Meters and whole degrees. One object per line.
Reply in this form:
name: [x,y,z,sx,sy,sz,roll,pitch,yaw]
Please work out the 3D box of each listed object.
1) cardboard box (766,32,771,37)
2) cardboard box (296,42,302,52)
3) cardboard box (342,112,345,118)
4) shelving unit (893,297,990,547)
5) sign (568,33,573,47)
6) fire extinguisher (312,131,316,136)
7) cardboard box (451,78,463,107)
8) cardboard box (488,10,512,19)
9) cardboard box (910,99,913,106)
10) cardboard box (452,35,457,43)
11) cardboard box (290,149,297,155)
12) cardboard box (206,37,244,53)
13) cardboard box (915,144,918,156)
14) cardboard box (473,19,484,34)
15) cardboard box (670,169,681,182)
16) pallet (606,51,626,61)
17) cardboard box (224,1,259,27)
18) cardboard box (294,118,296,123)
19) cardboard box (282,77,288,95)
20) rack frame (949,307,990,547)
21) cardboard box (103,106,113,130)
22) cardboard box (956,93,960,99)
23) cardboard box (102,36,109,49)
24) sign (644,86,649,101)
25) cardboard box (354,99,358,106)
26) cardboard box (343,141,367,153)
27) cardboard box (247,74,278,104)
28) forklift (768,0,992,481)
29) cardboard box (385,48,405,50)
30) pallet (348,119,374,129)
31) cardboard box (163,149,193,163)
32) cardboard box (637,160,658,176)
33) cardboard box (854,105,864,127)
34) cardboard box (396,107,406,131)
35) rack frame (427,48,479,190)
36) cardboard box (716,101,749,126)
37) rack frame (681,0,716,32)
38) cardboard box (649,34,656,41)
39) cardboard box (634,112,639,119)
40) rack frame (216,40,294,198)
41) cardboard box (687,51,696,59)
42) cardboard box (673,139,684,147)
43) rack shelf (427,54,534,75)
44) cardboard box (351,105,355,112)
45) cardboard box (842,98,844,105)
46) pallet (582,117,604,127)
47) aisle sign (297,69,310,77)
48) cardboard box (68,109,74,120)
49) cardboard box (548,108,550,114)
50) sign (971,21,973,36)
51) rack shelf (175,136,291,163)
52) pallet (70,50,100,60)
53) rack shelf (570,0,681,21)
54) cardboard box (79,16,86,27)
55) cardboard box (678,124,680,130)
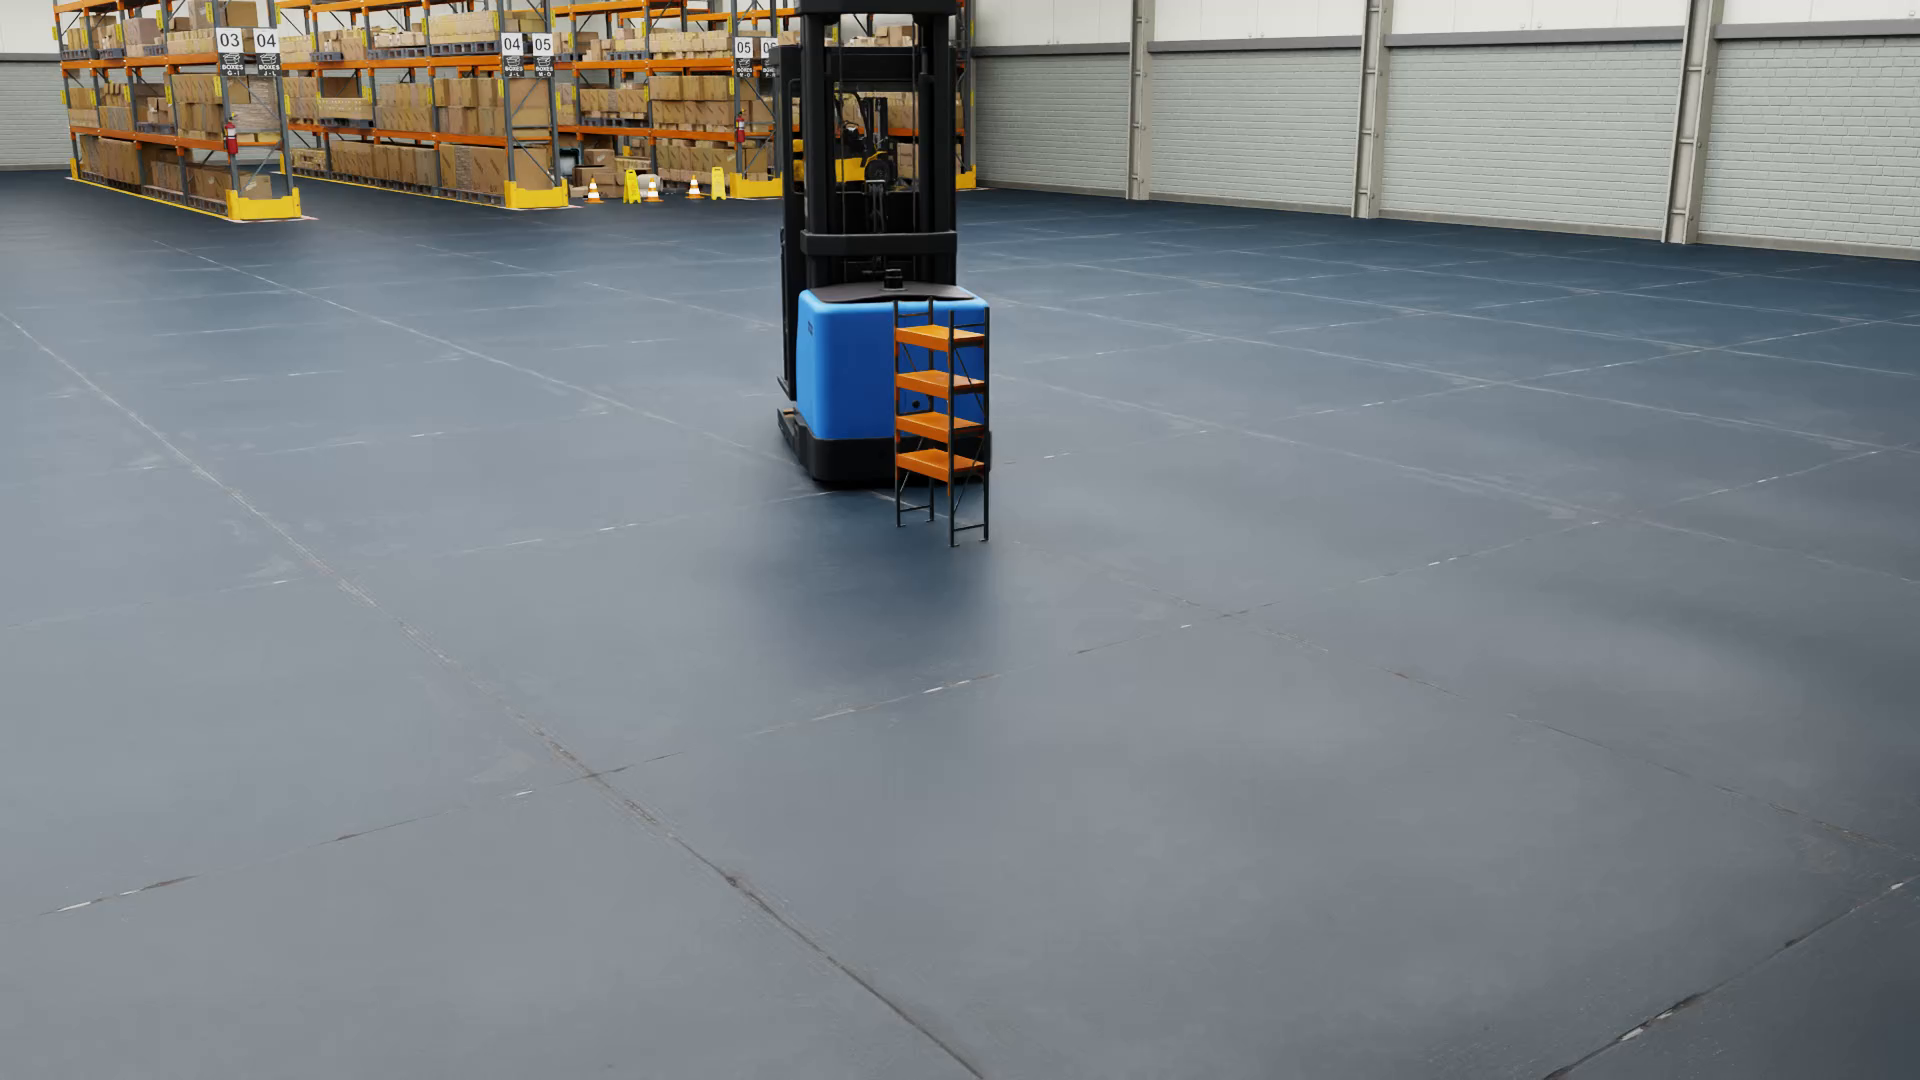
cardboard box: [-4.673,-12.694,42.418,0.500,0.500,0.500,-11,19,-34]
cardboard box: [-16.295,-12.332,41.606,0.500,0.250,0.500,-10,18,-32]
cardboard box: [-14.271,-9.970,39.000,0.380,0.149,0.250,-10,18,-33]
shelving unit: [-0.097,-0.614,8.547,0.258,1.200,0.503,-11,19,-35]
sign: [-9.368,-12.019,39.998,0.100,0.325,0.005,-11,19,-35]
fire extinguisher: [-17.337,-11.196,44.654,0.296,0.674,0.183,-11,19,-35]
cardboard box: [-9.694,-8.999,33.442,0.875,0.550,0.550,-11,19,-35]
cardboard box: [-8.628,-9.852,31.187,0.380,0.149,0.250,-11,19,-34]
cardboard box: [-0.905,-9.939,37.790,0.380,0.149,0.250,-10,18,-34]
cardboard box: [-9.817,-9.900,32.873,0.380,0.149,0.250,-11,19,-34]
cardboard box: [-17.225,-10.124,43.361,0.380,0.149,0.250,-11,19,-35]
cardboard box: [-12.715,-8.561,28.775,0.500,0.250,0.500,-10,18,-33]
cardboard box: [-0.721,-8.841,37.715,0.500,0.250,0.500,-10,18,-33]
cardboard box: [-8.962,-9.808,31.783,0.500,0.250,0.500,-11,19,-34]
cardboard box: [-6.111,-8.112,36.944,0.500,0.250,0.500,-10,18,-31]
pallet: [-7.452,-11.241,38.638,1.213,0.211,1.003,-11,19,-35]
cardboard box: [-12.881,-9.362,29.716,0.500,0.500,0.500,-11,19,-35]
cardboard box: [-17.076,-10.899,43.191,0.380,0.149,0.250,-10,18,-32]
cardboard box: [-17.212,-11.718,43.061,0.500,0.500,0.500,-10,18,-33]
rack frame: [0.046,-0.562,8.356,0.240,1.200,0.015,-11,19,-35]
cardboard box: [-18.918,-9.489,37.376,0.500,0.500,0.500,-11,19,-34]
cardboard box: [-0.222,-10.042,37.602,0.380,0.149,0.250,-11,19,-36]
cardboard box: [-18.710,-11.044,36.935,0.500,0.311,0.500,-12,19,-36]
sign: [-7.009,-9.987,37.190,0.100,0.325,0.005,-11,19,-35]
cardboard box: [-13.664,-10.035,38.114,0.380,0.149,0.250,-11,19,-35]
cardboard box: [-14.379,-9.371,39.650,0.500,0.250,0.500,-10,18,-32]
cardboard box: [-12.329,-7.957,29.318,0.500,0.500,0.500,-11,19,-35]
forklift: [-0.617,-2.098,10.689,1.130,2.935,3.031,-3,16,-11]
cardboard box: [-12.979,-11.238,38.082,0.500,0.500,0.500,-11,19,-35]
pallet: [-13.364,-9.623,38.416,1.213,0.211,1.003,-11,19,-35]
cardboard box: [-16.192,-7.949,34.420,0.500,0.250,0.500,-8,17,-28]
cardboard box: [-6.873,-8.562,38.359,0.950,0.372,0.625,-11,19,-34]
cardboard box: [-2.180,-10.091,39.574,0.500,0.500,0.500,-10,18,-34]
cardboard box: [-11.925,-9.167,36.200,0.500,0.500,0.500,-11,19,-35]
rack frame: [-10.507,-8.725,34.774,1.000,3.000,0.127,-11,19,-35]
cardboard box: [-4.752,-8.926,34.754,0.500,0.500,0.500,-11,19,-36]
rack frame: [-7.253,-14.889,45.928,1.000,3.000,0.127,-11,19,-35]
cardboard box: [-6.641,-11.108,36.761,0.380,0.149,0.250,-11,19,-36]
cardboard box: [-7.229,-9.723,38.099,0.380,0.149,0.250,-12,19,-36]
rack frame: [-12.227,-7.123,28.919,1.000,3.000,0.127,-11,19,-35]
cardboard box: [-5.586,-10.341,35.469,0.380,0.149,0.250,-11,19,-35]
cardboard box: [-6.105,-8.753,36.638,0.380,0.149,0.250,-10,18,-32]
rack shelf: [-9.331,-9.398,32.913,1.077,0.370,4.000,-11,19,-35]
cardboard box: [-13.833,-9.952,38.372,0.380,0.149,0.250,-10,18,-33]
cardboard box: [-2.930,-10.686,40.520,0.380,0.149,0.250,-10,18,-33]
pallet: [-8.409,-10.141,40.311,1.213,0.211,1.003,-11,19,-35]
aisle sign: [-17.363,-12.604,44.020,0.394,0.787,0.004,-11,19,-35]
cardboard box: [-21.570,-10.466,40.855,0.500,0.250,0.500,-11,19,-36]
cardboard box: [-10.027,-10.817,41.754,0.500,0.250,0.500,-11,19,-36]
sign: [0.255,-11.424,37.146,0.100,0.325,0.005,-11,19,-35]
rack shelf: [-13.402,-7.203,30.575,1.077,0.370,4.000,-11,19,-35]
pallet: [-20.468,-11.526,39.493,1.003,0.211,1.213,-11,19,-35]
rack shelf: [-7.738,-12.296,38.576,1.077,0.370,4.000,-11,19,-35]
cardboard box: [-20.455,-12.214,39.244,0.500,0.250,0.500,-12,19,-36]
cardboard box: [-5.966,-9.069,36.505,0.380,0.149,0.250,-11,19,-35]
